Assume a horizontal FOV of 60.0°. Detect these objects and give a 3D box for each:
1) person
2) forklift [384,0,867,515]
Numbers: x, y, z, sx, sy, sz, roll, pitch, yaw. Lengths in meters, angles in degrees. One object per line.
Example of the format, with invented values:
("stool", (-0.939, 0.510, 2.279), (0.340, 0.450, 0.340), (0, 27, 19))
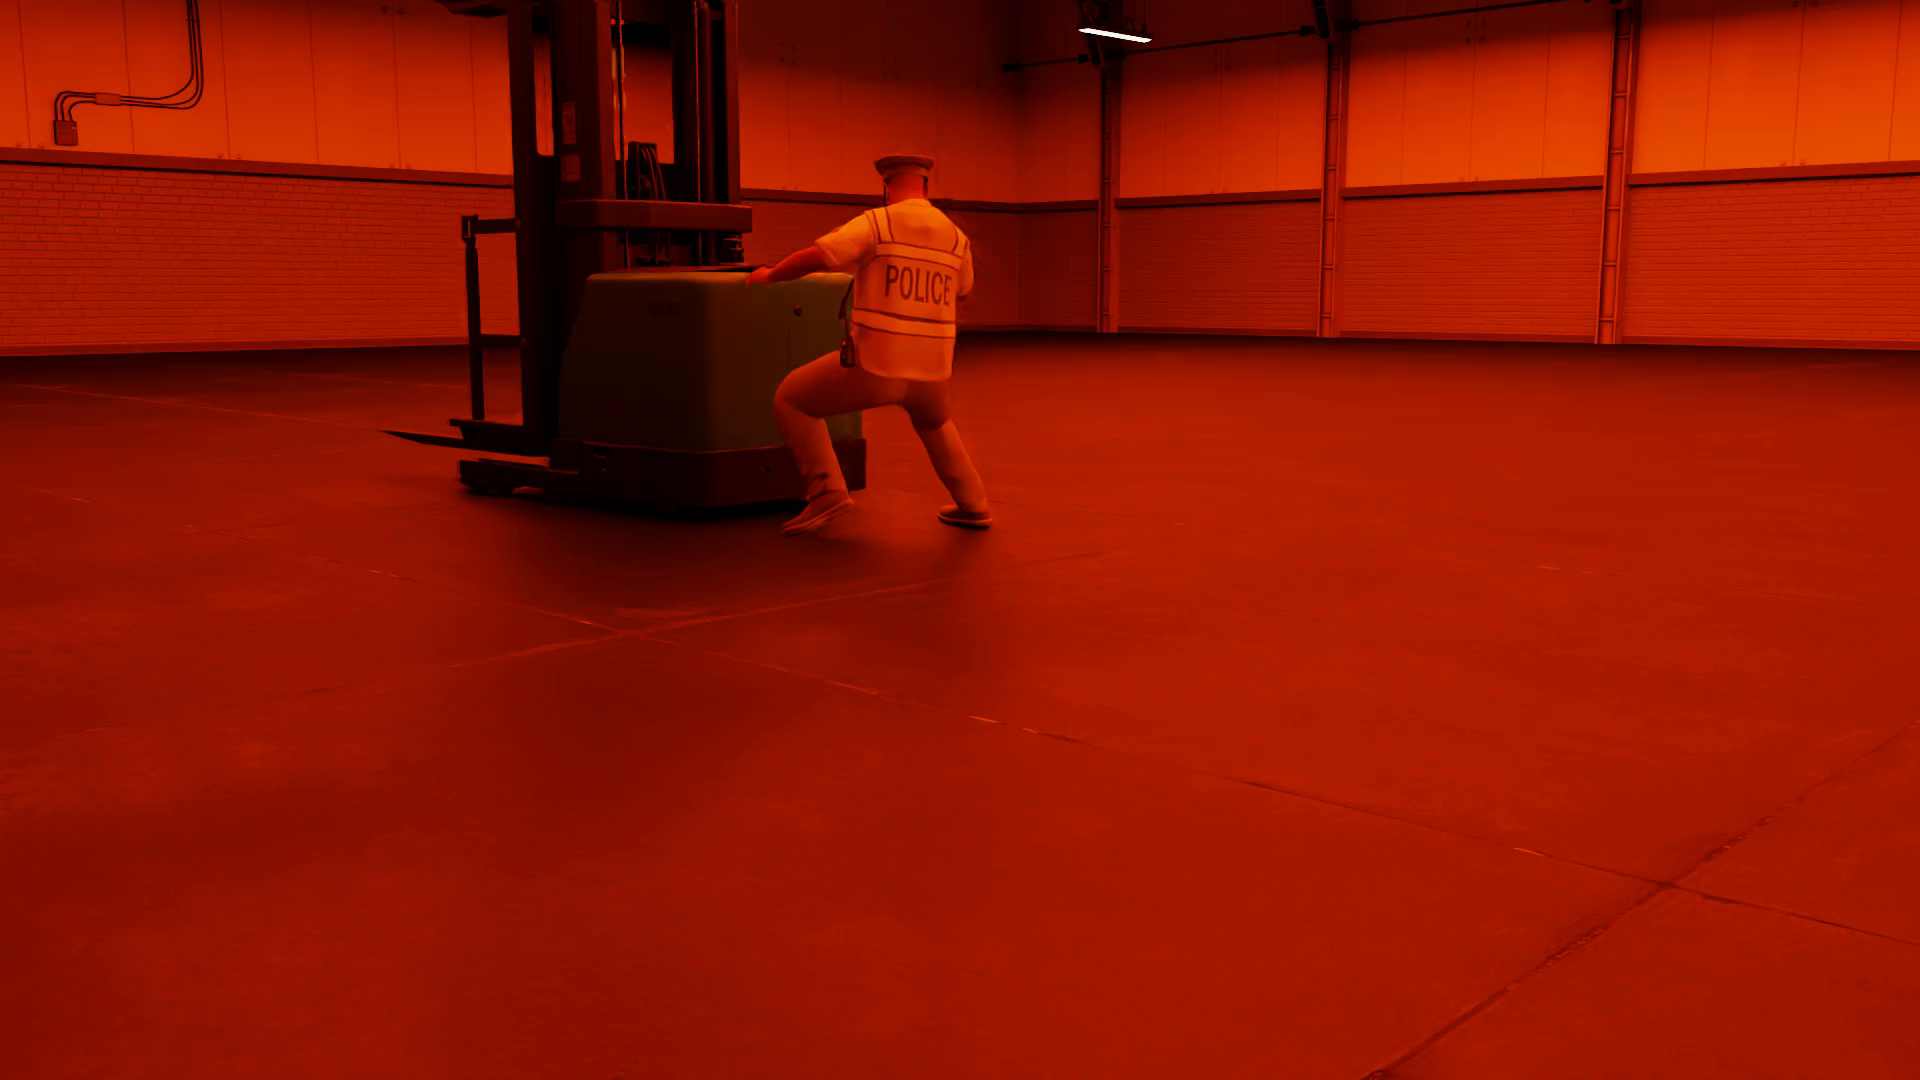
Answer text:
("person", (-0.328, -0.787, 6.793), (1.006, 1.530, 0.787), (-4, 10, -26))
("forklift", (-1.867, -1.720, 8.295), (3.031, 2.935, 1.130), (8, 12, 42))
